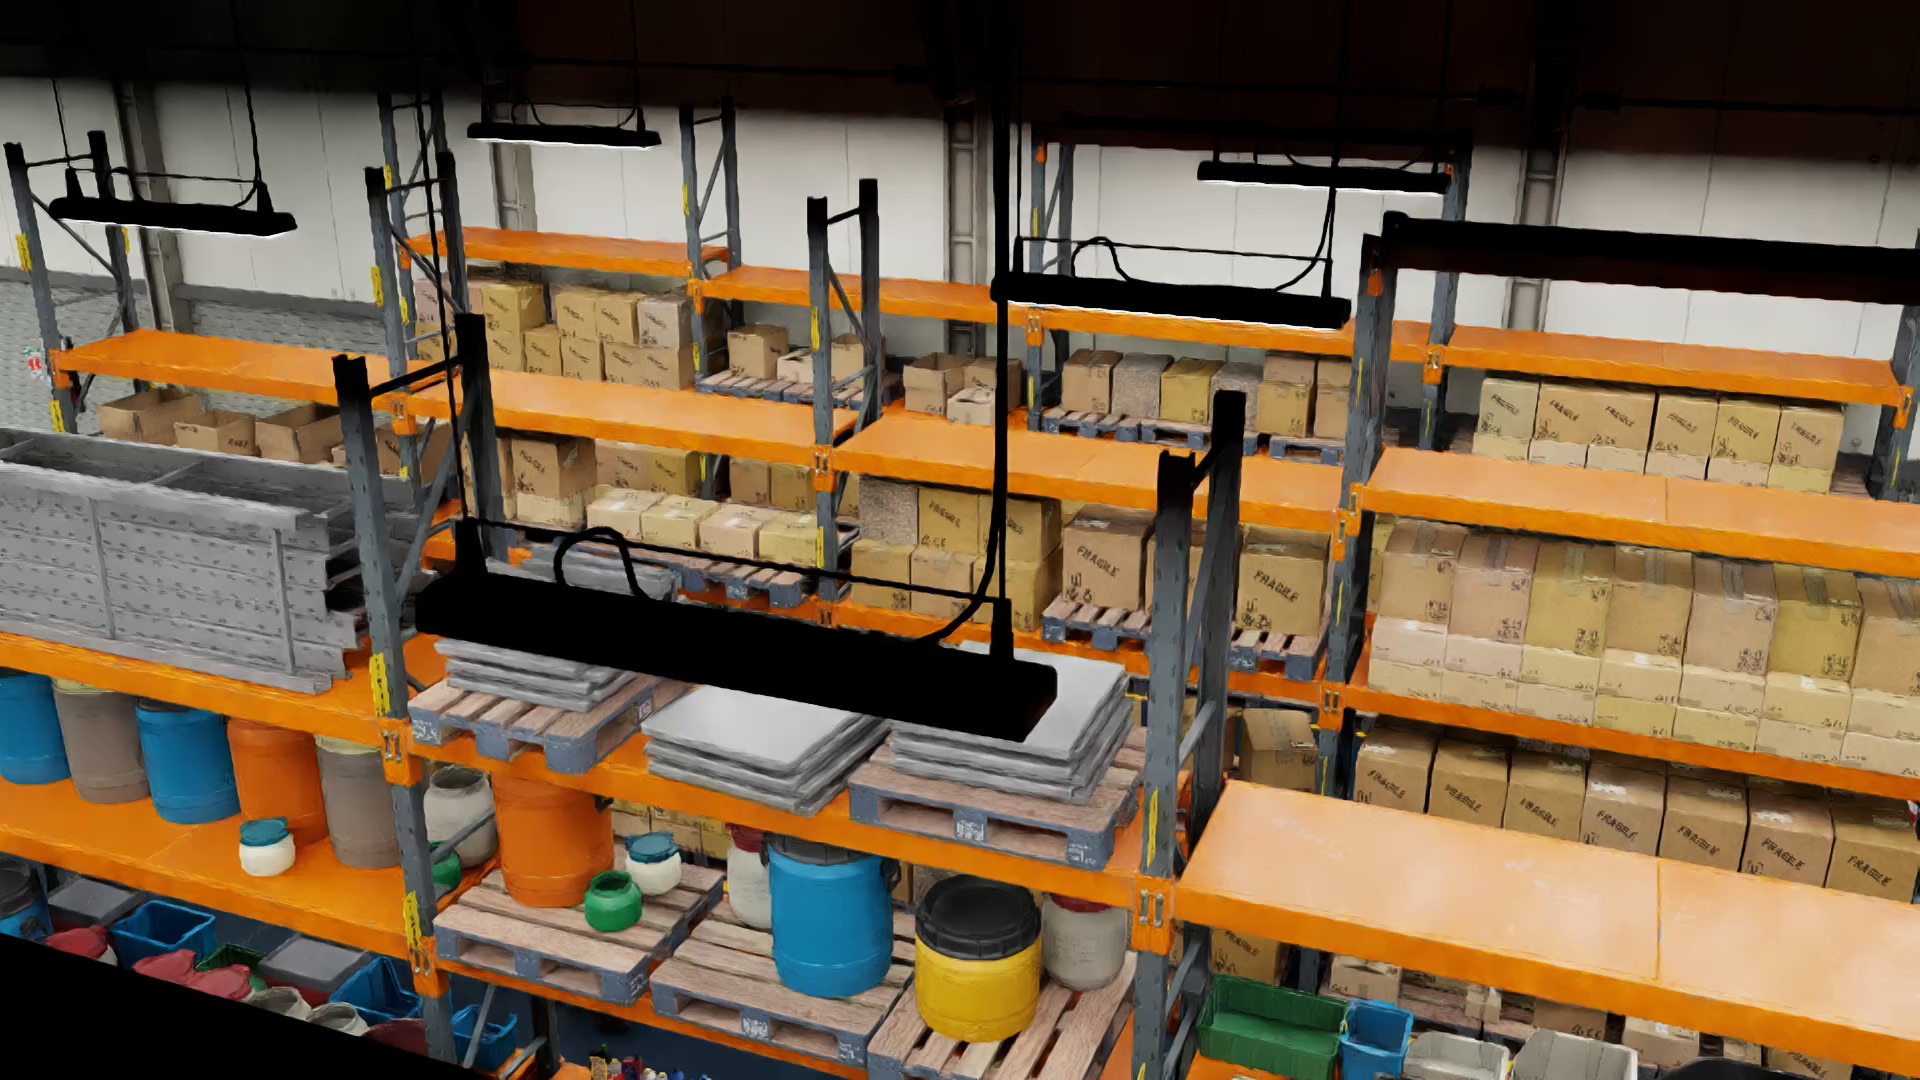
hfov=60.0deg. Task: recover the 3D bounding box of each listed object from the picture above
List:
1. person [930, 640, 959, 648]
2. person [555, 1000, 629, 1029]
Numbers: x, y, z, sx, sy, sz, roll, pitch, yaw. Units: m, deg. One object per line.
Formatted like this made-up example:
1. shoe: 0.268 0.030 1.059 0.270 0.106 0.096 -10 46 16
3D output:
1. person: -0.058 1.085 17.115 1.029 1.715 0.538 5 21 12
2. person: -2.969 2.906 12.514 0.991 1.590 0.491 8 22 19
